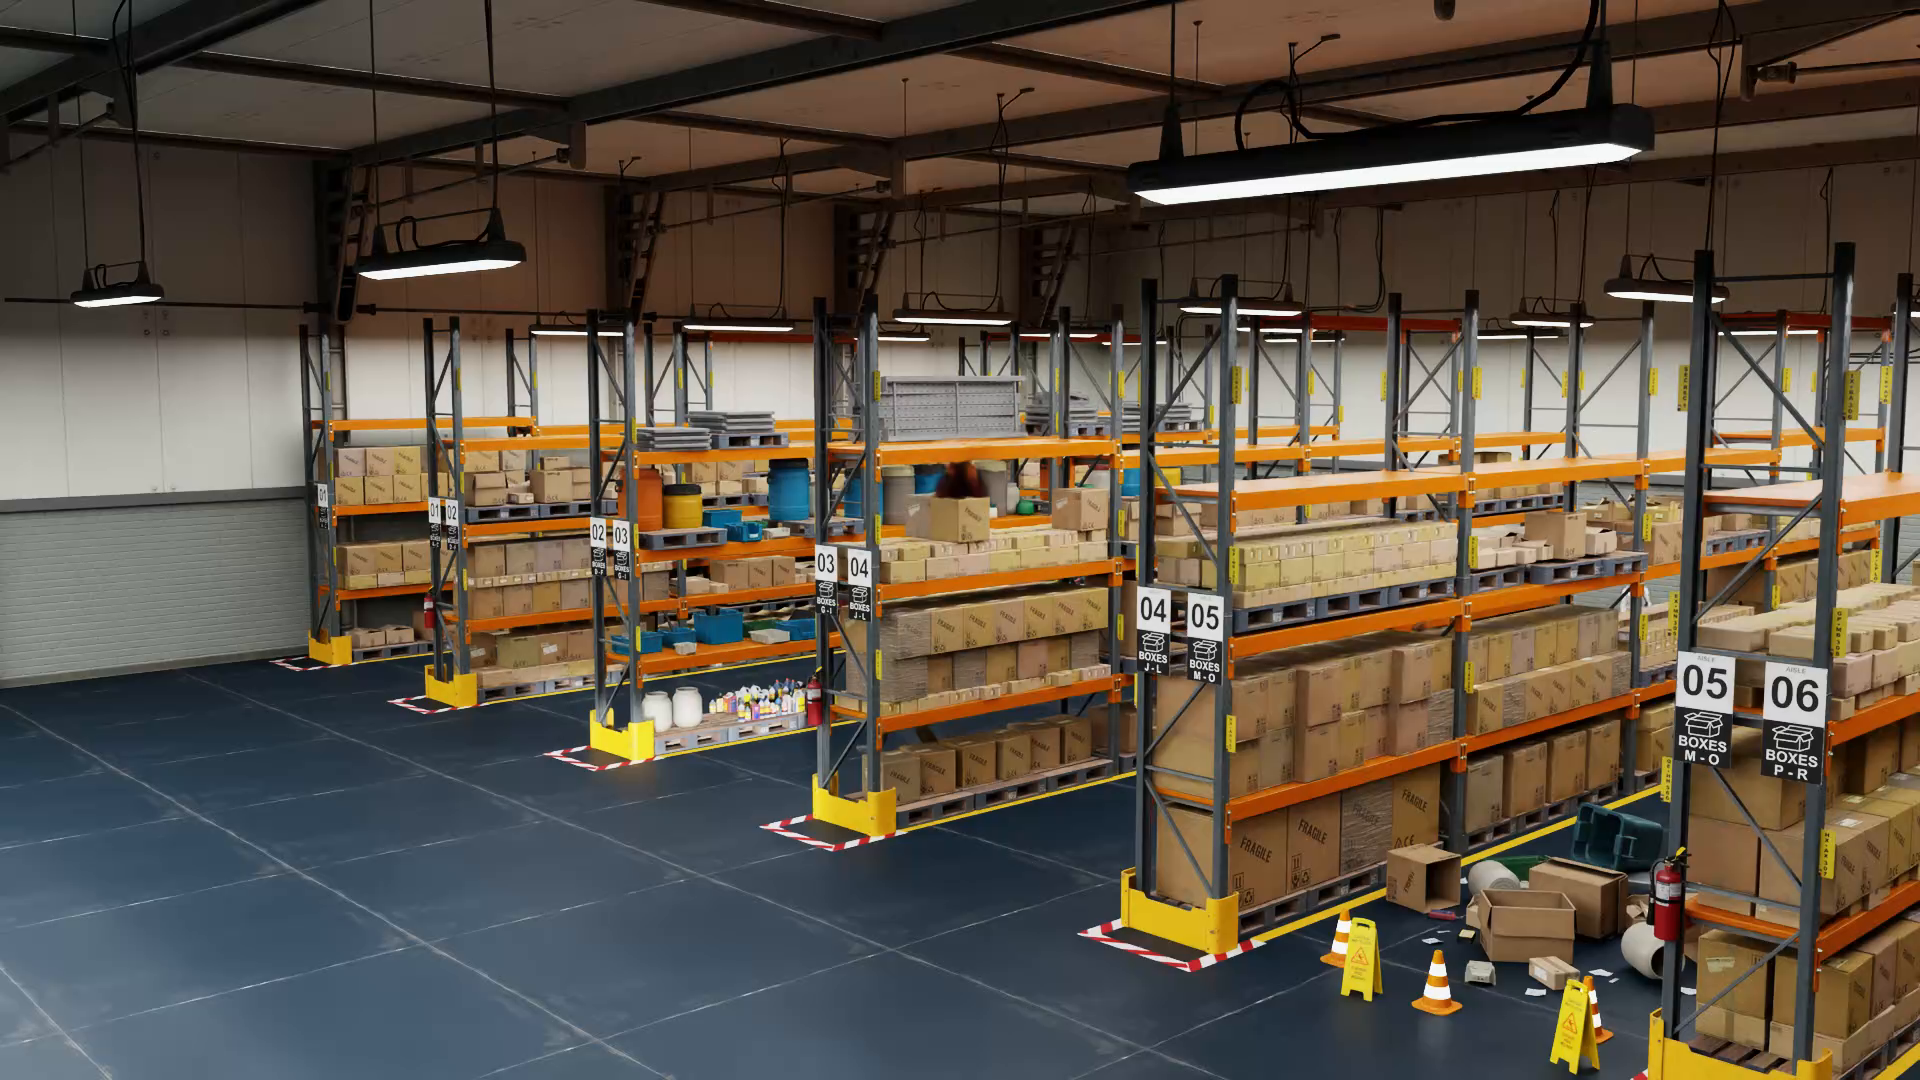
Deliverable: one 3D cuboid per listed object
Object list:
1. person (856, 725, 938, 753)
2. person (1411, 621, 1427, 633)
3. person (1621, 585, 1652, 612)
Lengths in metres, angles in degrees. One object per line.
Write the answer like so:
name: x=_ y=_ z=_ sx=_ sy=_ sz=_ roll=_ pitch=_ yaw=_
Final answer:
person: x=-0.826 y=2.034 z=22.318 sx=1.130 sy=1.712 sz=0.670 roll=-2 pitch=6 yaw=-19
person: x=6.513 y=1.902 z=23.840 sx=1.013 sy=1.729 sz=0.609 roll=-4 pitch=7 yaw=-37
person: x=11.900 y=1.362 z=29.250 sx=0.531 sy=1.663 sz=0.453 roll=-1 pitch=6 yaw=-8
